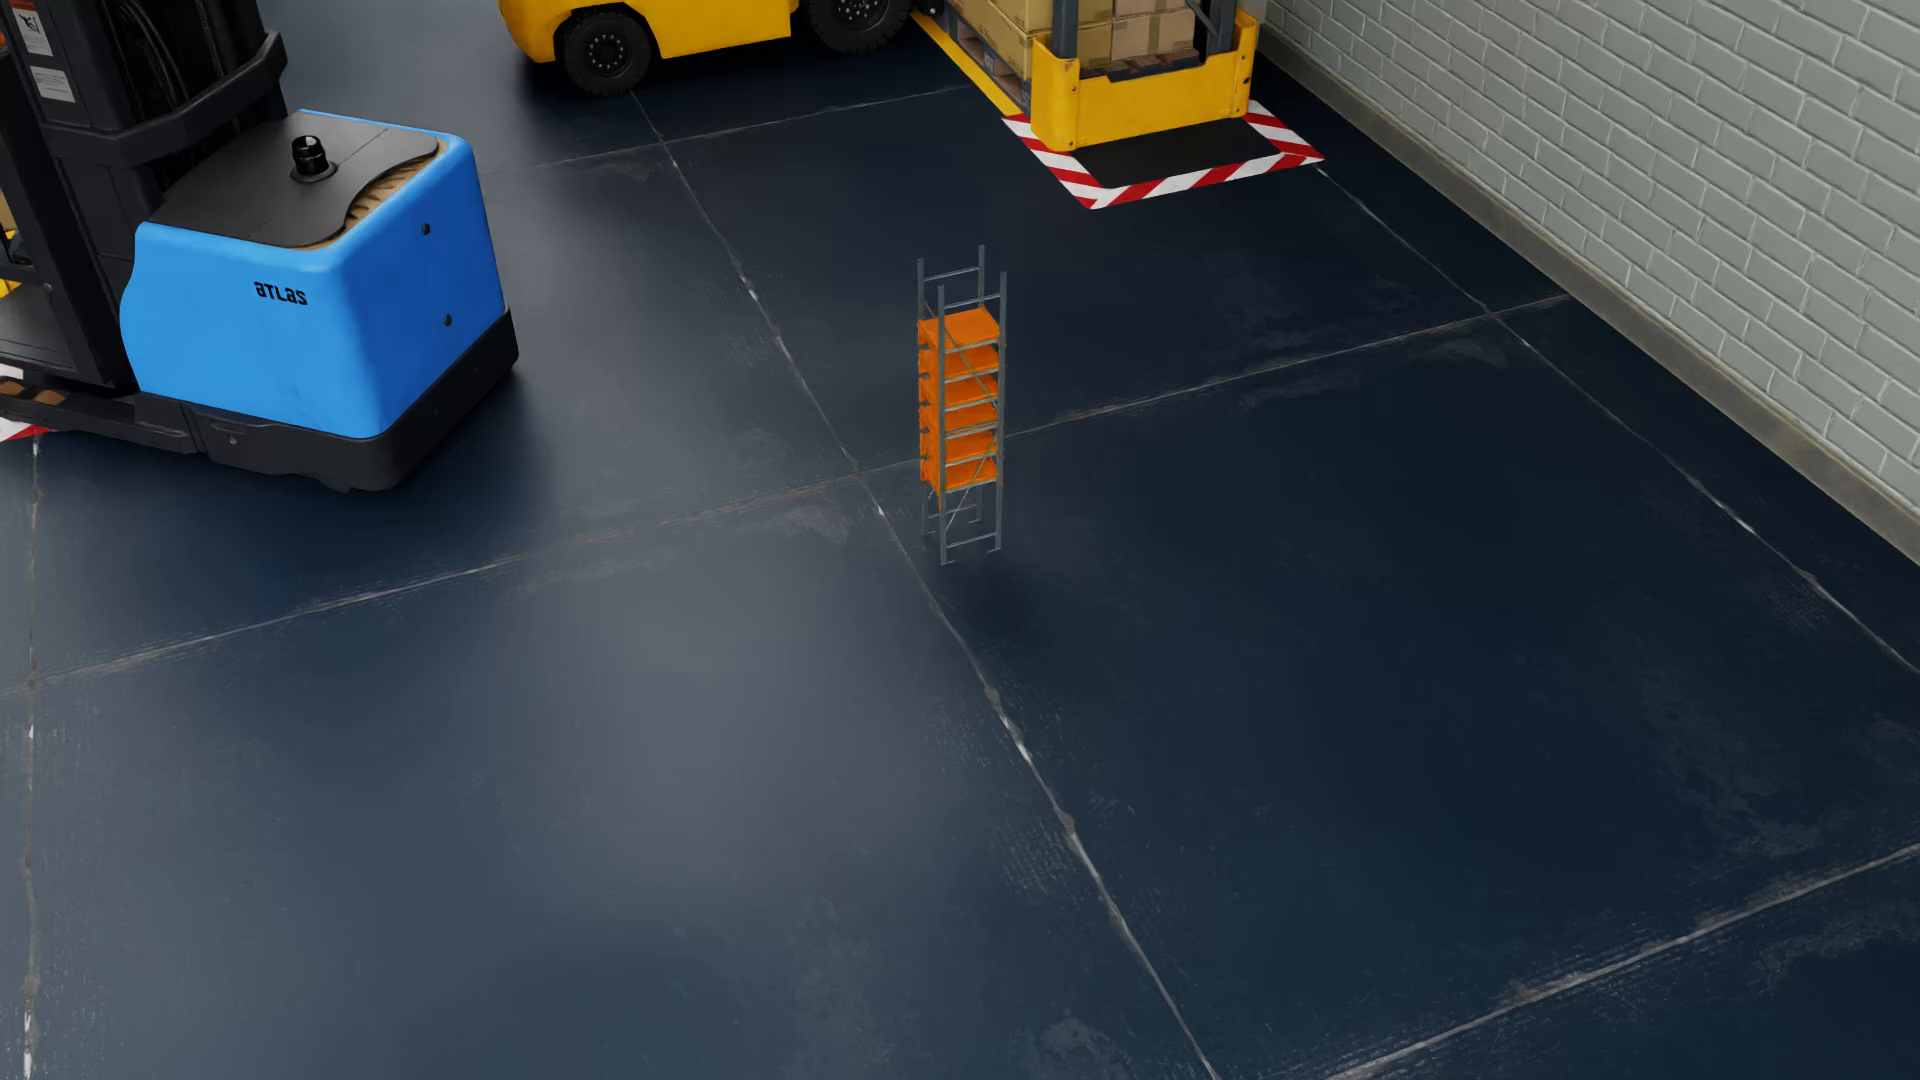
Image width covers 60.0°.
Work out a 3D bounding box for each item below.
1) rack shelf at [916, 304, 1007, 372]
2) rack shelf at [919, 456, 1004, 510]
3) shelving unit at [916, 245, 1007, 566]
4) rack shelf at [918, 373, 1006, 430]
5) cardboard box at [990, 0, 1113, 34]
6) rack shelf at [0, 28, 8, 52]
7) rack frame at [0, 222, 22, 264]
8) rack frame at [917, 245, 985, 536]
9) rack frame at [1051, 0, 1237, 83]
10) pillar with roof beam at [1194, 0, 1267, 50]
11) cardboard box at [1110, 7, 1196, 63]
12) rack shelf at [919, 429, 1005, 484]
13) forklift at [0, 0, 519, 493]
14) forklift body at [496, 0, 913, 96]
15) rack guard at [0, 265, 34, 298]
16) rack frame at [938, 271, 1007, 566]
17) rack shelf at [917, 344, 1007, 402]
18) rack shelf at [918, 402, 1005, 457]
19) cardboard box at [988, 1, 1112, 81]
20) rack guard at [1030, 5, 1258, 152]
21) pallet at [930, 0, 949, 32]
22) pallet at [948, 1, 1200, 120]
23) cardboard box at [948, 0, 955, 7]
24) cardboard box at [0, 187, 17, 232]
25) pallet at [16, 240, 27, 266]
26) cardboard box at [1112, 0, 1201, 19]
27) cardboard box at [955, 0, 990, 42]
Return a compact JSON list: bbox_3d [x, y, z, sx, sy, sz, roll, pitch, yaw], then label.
[{"bbox_3d":[0.006,-0.685,5.643,0.258,0.103,0.180,-15,43,-17],"label":"rack shelf"},{"bbox_3d":[0.006,-0.231,6.034,0.258,0.103,0.180,-15,43,-17],"label":"rack shelf"},{"bbox_3d":[0.006,-0.446,5.849,0.258,1.200,0.189,-15,43,-17],"label":"shelving unit"},{"bbox_3d":[0.006,-0.504,5.799,0.258,0.103,0.180,-15,43,-17],"label":"rack shelf"},{"bbox_3d":[0.473,-2.910,8.737,0.500,0.250,0.500,-16,43,-17],"label":"cardboard box"},{"bbox_3d":[-4.402,-3.080,8.083,1.077,0.370,4.000,-15,43,-17],"label":"rack shelf"},{"bbox_3d":[-3.637,-2.148,6.447,1.000,3.000,0.127,-15,43,-17],"label":"rack frame"},{"bbox_3d":[-0.029,-0.501,5.913,0.240,1.200,0.006,-15,43,-17],"label":"rack frame"},{"bbox_3d":[0.948,-3.389,7.890,1.000,3.000,0.127,-15,43,-17],"label":"rack frame"},{"bbox_3d":[-2.463,-5.234,5.434,9.100,9.000,0.400,-15,43,-17],"label":"pillar with roof beam"},{"bbox_3d":[0.940,-2.850,9.050,0.500,0.250,0.500,-15,43,-17],"label":"cardboard box"},{"bbox_3d":[0.006,-0.322,5.956,0.258,0.103,0.180,-15,43,-17],"label":"rack shelf"},{"bbox_3d":[-3.442,-1.864,6.169,3.031,2.935,1.130,12,42,14],"label":"forklift"},{"bbox_3d":[-1.463,-3.754,8.966,2.313,2.155,1.214,-15,43,-17],"label":"forklift body"},{"bbox_3d":[-3.666,-1.246,7.316,1.175,0.500,0.348,-15,43,-17],"label":"rack guard"},{"bbox_3d":[0.041,-0.391,5.785,0.240,1.200,0.006,-15,43,-17],"label":"rack frame"},{"bbox_3d":[0.006,-0.594,5.721,0.258,0.103,0.180,-15,43,-17],"label":"rack shelf"},{"bbox_3d":[0.006,-0.413,5.878,0.258,0.103,0.180,-15,43,-17],"label":"rack shelf"},{"bbox_3d":[0.476,-2.709,8.887,0.500,0.250,0.500,-15,43,-17],"label":"cardboard box"},{"bbox_3d":[0.957,-2.426,8.688,1.175,0.500,0.348,-15,43,-17],"label":"rack guard"},{"bbox_3d":[0.153,-3.515,10.176,1.003,0.211,1.213,-15,43,-17],"label":"pallet"},{"bbox_3d":[0.616,-2.782,9.323,1.003,0.211,1.213,-15,43,-17],"label":"pallet"},{"bbox_3d":[0.111,-3.315,9.591,0.500,0.250,0.500,-15,43,-16],"label":"cardboard box"},{"bbox_3d":[-4.204,-1.699,7.712,0.500,0.250,0.500,-15,43,-17],"label":"cardboard box"},{"bbox_3d":[-3.944,-1.635,7.989,1.003,0.211,1.213,-15,43,-17],"label":"pallet"},{"bbox_3d":[0.960,-3.030,8.876,0.500,0.250,0.500,-14,43,-16],"label":"cardboard box"},{"bbox_3d":[0.294,-3.011,9.238,0.500,0.250,0.500,-15,43,-17],"label":"cardboard box"}]
